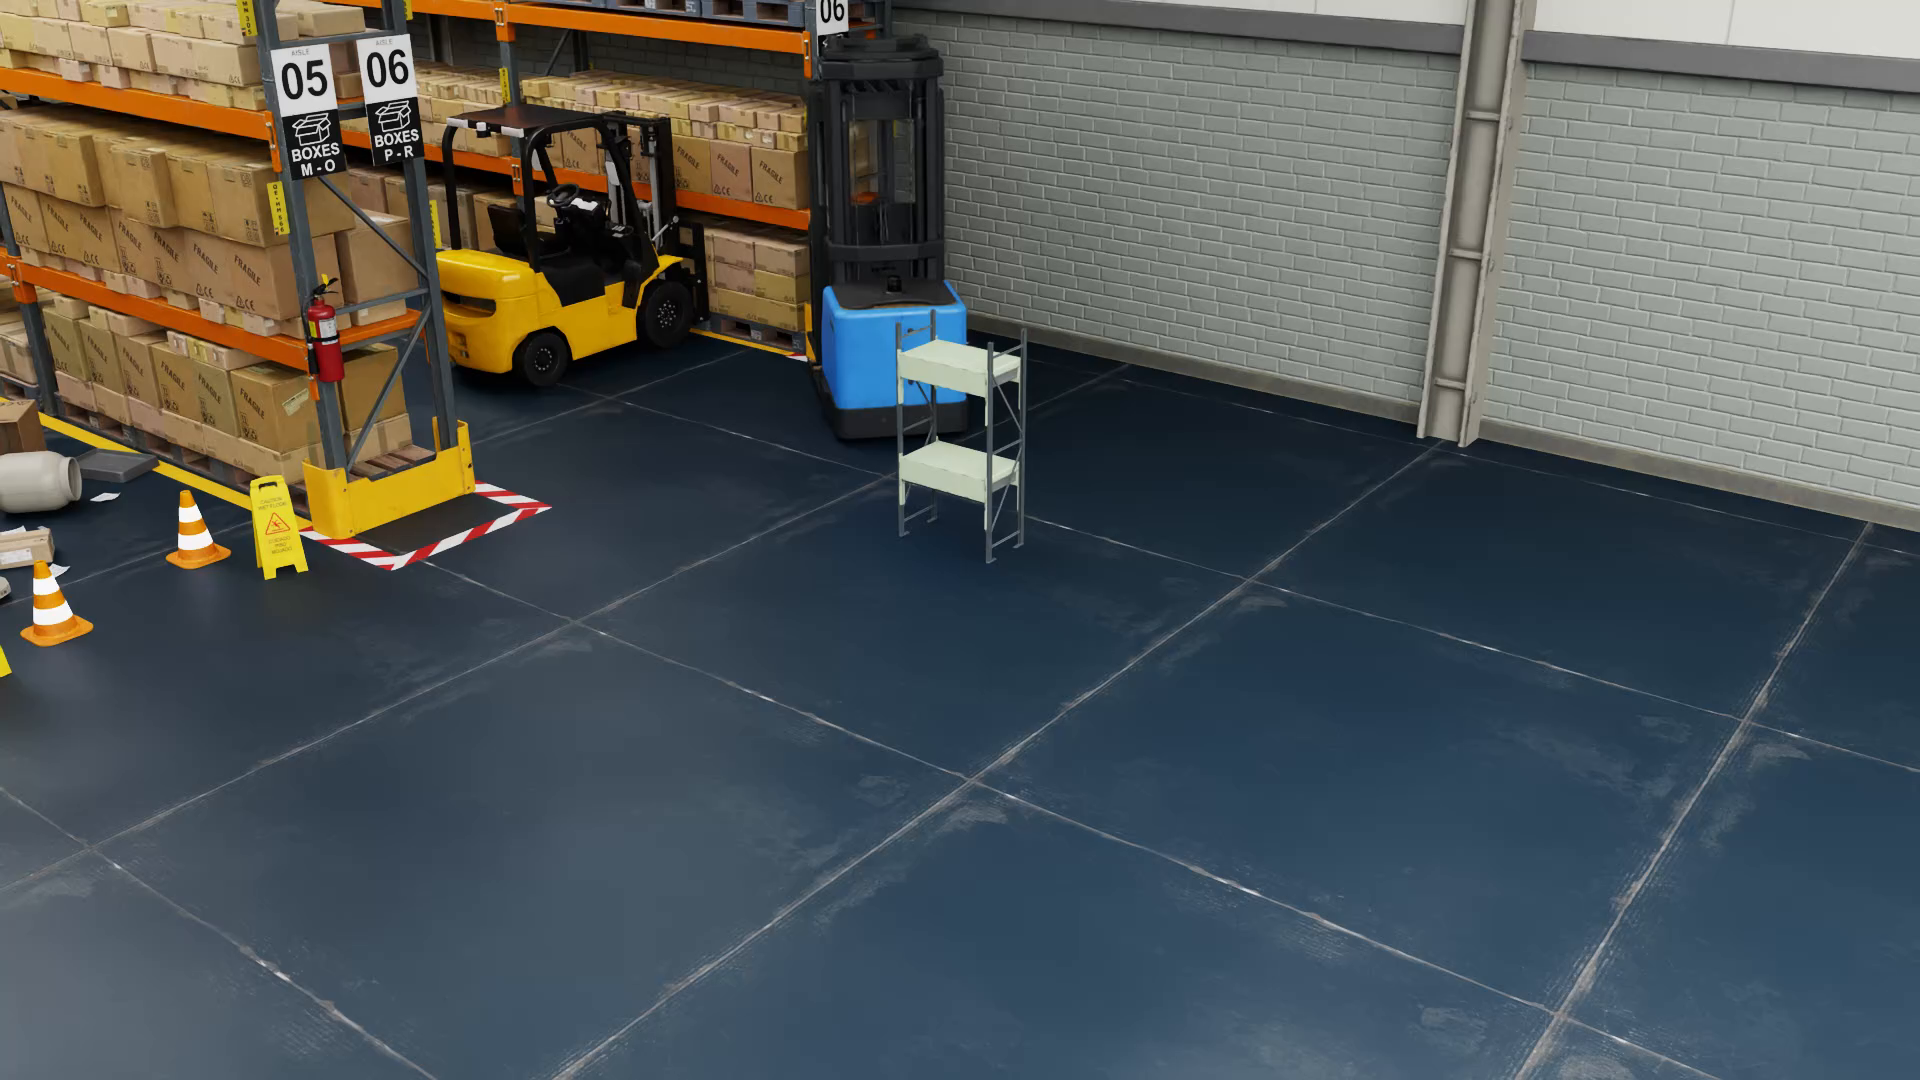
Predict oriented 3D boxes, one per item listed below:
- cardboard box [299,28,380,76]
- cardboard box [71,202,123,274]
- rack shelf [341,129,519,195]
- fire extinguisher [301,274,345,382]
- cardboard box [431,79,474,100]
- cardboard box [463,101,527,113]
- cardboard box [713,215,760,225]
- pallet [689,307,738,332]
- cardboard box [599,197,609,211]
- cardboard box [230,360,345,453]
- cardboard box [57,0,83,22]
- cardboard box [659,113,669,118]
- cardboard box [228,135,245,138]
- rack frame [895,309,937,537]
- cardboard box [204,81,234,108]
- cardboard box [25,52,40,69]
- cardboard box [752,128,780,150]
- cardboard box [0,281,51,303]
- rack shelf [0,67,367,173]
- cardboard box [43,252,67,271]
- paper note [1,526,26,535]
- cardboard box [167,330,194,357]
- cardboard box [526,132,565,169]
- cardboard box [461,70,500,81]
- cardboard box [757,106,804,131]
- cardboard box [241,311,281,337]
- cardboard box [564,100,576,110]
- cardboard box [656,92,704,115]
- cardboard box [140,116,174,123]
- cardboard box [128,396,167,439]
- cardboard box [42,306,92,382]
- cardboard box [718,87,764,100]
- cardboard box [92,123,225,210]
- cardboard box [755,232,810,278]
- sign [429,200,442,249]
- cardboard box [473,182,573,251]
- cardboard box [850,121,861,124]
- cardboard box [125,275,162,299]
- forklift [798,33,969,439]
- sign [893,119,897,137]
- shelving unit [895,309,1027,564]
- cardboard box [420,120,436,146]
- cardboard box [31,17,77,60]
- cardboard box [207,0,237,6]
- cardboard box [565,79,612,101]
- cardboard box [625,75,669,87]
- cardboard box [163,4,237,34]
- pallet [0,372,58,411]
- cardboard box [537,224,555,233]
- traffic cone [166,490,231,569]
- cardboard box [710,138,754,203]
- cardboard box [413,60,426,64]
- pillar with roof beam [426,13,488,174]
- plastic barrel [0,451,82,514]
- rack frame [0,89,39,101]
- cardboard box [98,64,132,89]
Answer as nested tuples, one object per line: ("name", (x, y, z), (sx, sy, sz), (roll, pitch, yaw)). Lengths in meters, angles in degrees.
("cardboard box", (-4.161, -3.223, 10.942), (0.500, 0.250, 0.500), (16, 29, 32))
("cardboard box", (-6.124, -2.289, 12.231), (0.500, 0.500, 0.500), (17, 29, 33))
("rack shelf", (-5.745, -4.299, 18.180), (4.000, 0.370, 1.077), (17, 29, 33))
("fire extinguisher", (-4.103, -1.364, 10.721), (0.183, 0.674, 0.296), (17, 29, 33))
("cardboard box", (-5.223, -4.652, 17.160), (0.250, 0.149, 0.380), (16, 28, 32))
("cardboard box", (-4.691, -4.341, 16.949), (0.500, 0.250, 0.500), (16, 28, 32))
("cardboard box", (-2.011, -2.991, 15.966), (0.500, 0.250, 0.500), (17, 29, 33))
("pallet", (-2.553, -2.368, 16.363), (1.213, 0.211, 1.003), (17, 29, 33))
("cardboard box", (-3.543, -3.191, 16.422), (0.500, 0.250, 0.500), (17, 29, 33))
("cardboard box", (-4.716, -0.962, 11.673), (0.500, 0.500, 0.500), (17, 29, 34))
("cardboard box", (-5.988, -3.687, 11.499), (0.250, 0.149, 0.380), (16, 29, 33))
("cardboard box", (-2.577, -3.906, 15.465), (0.250, 0.149, 0.380), (17, 29, 33))
("cardboard box", (-8.937, -4.825, 20.255), (0.250, 0.149, 0.380), (15, 28, 31))
("rack frame", (-0.288, -0.773, 11.145), (0.023, 1.500, 0.400), (17, 29, 33))
("cardboard box", (-4.590, -2.879, 10.655), (0.250, 0.149, 0.380), (17, 29, 34))
("cardboard box", (-6.576, -3.540, 12.156), (0.250, 0.149, 0.380), (17, 29, 33))
("cardboard box", (-1.612, -3.566, 14.695), (0.250, 0.149, 0.380), (17, 29, 34))
("cardboard box", (-8.675, -1.999, 14.804), (0.625, 0.372, 0.950), (18, 29, 35))
("rack shelf", (-5.519, -3.102, 11.743), (4.000, 0.370, 1.077), (17, 29, 33))
("cardboard box", (-6.826, -2.204, 12.843), (0.250, 0.149, 0.380), (18, 29, 35))
("paper note", (-6.458, -0.052, 11.343), (0.148, 0.019, 0.142), (-15, 28, -30))
("cardboard box", (-5.459, -1.452, 11.980), (0.250, 0.149, 0.380), (18, 30, 35))
("cardboard box", (-3.947, -3.999, 16.483), (0.500, 0.500, 0.500), (16, 28, 32))
("cardboard box", (-5.081, -4.908, 17.740), (0.250, 0.149, 0.380), (17, 29, 33))
("cardboard box", (-1.573, -3.725, 14.686), (0.250, 0.149, 0.380), (17, 29, 33))
("cardboard box", (-4.615, -1.507, 11.262), (0.250, 0.149, 0.380), (16, 29, 33))
("cardboard box", (-3.614, -4.210, 16.155), (0.250, 0.149, 0.380), (17, 29, 33))
("cardboard box", (-2.588, -4.044, 15.411), (0.250, 0.149, 0.380), (17, 29, 34))
("cardboard box", (-10.182, -5.341, 21.057), (0.250, 0.149, 0.380), (15, 28, 31))
("cardboard box", (-5.949, -0.994, 12.675), (0.500, 0.250, 0.500), (16, 29, 33))
("cardboard box", (-6.809, -1.590, 13.098), (0.500, 0.500, 0.500), (18, 30, 36))
("cardboard box", (-2.060, -4.156, 15.664), (0.250, 0.149, 0.380), (16, 28, 32))
("cardboard box", (-5.644, -2.648, 11.807), (0.500, 0.500, 0.700), (17, 29, 33))
("cardboard box", (-1.500, -2.580, 15.035), (0.500, 0.250, 0.500), (18, 29, 35))
("sign", (-3.593, -2.147, 11.328), (0.005, 0.325, 0.100), (17, 29, 33))
("cardboard box", (-4.569, -3.373, 17.610), (0.625, 0.625, 0.875), (18, 30, 36))
("cardboard box", (-1.085, -3.807, 14.872), (0.250, 0.149, 0.380), (16, 28, 32))
("cardboard box", (-5.823, -1.884, 12.117), (0.250, 0.149, 0.380), (17, 29, 33))
("forklift", (-0.714, -2.687, 13.714), (1.130, 2.935, 3.031), (-4, 24, -10))
("sign", (-0.607, -3.788, 14.955), (0.005, 0.325, 0.100), (17, 29, 33))
("shelving unit", (0.005, -0.685, 10.944), (0.755, 1.500, 0.431), (17, 29, 33))
("cardboard box", (-5.490, -4.364, 17.619), (0.500, 0.250, 0.500), (17, 29, 34))
("cardboard box", (-6.120, -3.541, 11.663), (0.500, 0.250, 0.500), (17, 29, 34))
("cardboard box", (-4.866, -3.600, 11.302), (0.250, 0.149, 0.380), (17, 29, 33))
("cardboard box", (-3.595, -4.358, 16.124), (0.250, 0.149, 0.380), (16, 29, 32))
("cardboard box", (-3.075, -4.470, 16.377), (0.250, 0.149, 0.380), (16, 28, 32))
("cardboard box", (-4.937, -3.393, 10.833), (0.250, 0.149, 0.380), (17, 29, 34))
("pallet", (-7.743, -1.454, 14.289), (1.213, 0.211, 1.003), (17, 29, 33))
("cardboard box", (-3.943, -3.091, 16.815), (0.500, 0.250, 0.500), (17, 29, 33))
("traffic cone", (-5.036, -0.102, 10.908), (0.334, 0.463, 0.336), (17, 29, 33))
("cardboard box", (-1.905, -3.386, 15.091), (0.500, 0.500, 0.500), (18, 29, 35))
("cardboard box", (-6.116, -5.207, 18.419), (0.250, 0.149, 0.380), (17, 29, 33))
("pillar with roof beam", (-8.344, -6.444, 14.715), (0.400, 9.000, 9.100), (17, 29, 33))
("plastic barrel", (-6.479, -0.407, 11.650), (0.512, 0.421, 0.421), (-5, 24, -12))
("rack frame", (-13.747, -7.047, 23.523), (0.127, 3.000, 1.000), (17, 29, 33))
("cardboard box", (-5.627, -3.186, 11.352), (0.250, 0.149, 0.380), (16, 29, 33))
